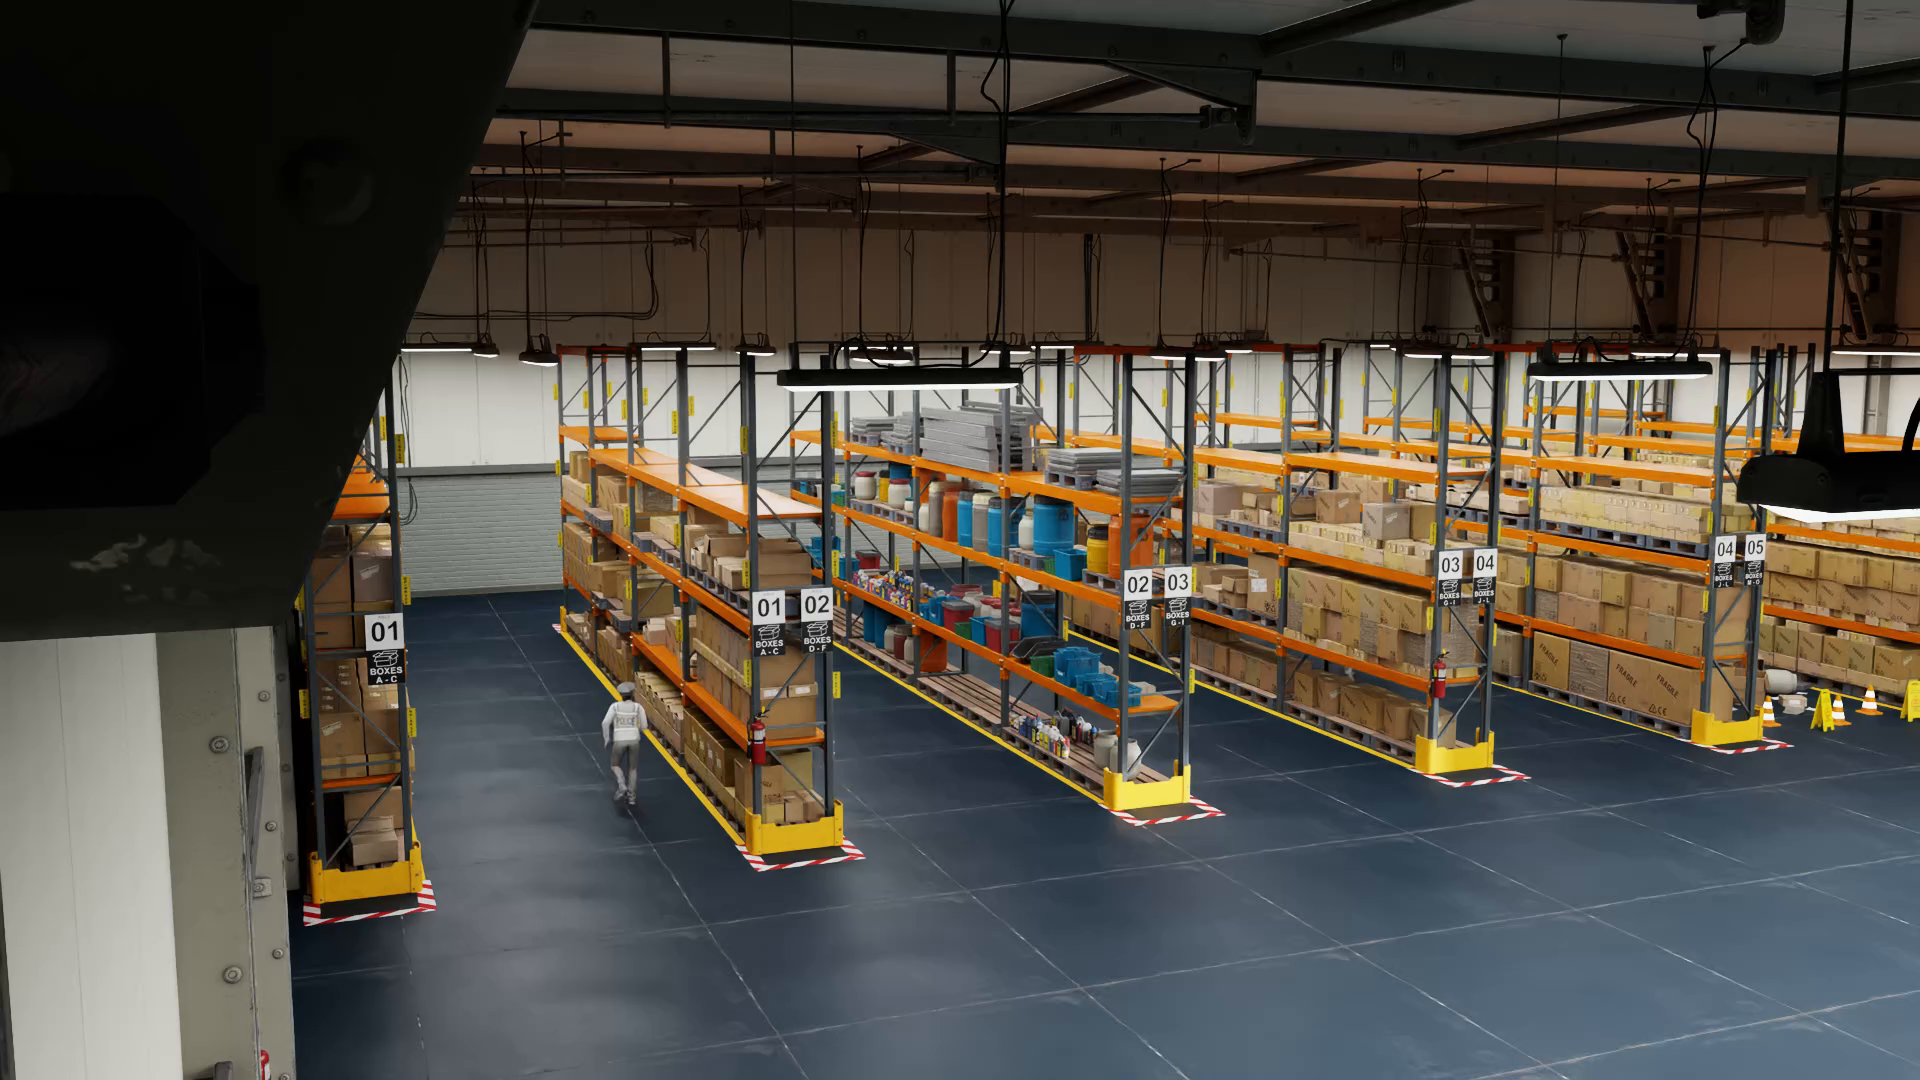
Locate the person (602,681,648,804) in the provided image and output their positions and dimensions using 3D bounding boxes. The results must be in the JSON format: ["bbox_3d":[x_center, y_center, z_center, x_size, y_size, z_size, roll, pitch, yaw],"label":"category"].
[{"bbox_3d":[-4.507,2.718,22.398,0.624,1.581,0.680,-2,8,-18],"label":"person"}]

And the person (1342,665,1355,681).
[{"bbox_3d":[7.097,1.682,30.241,0.522,1.685,0.652,-3,8,-20],"label":"person"}]

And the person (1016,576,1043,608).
[{"bbox_3d":[1.423,1.215,33.462,0.602,1.762,0.514,-3,8,-25],"label":"person"}]
